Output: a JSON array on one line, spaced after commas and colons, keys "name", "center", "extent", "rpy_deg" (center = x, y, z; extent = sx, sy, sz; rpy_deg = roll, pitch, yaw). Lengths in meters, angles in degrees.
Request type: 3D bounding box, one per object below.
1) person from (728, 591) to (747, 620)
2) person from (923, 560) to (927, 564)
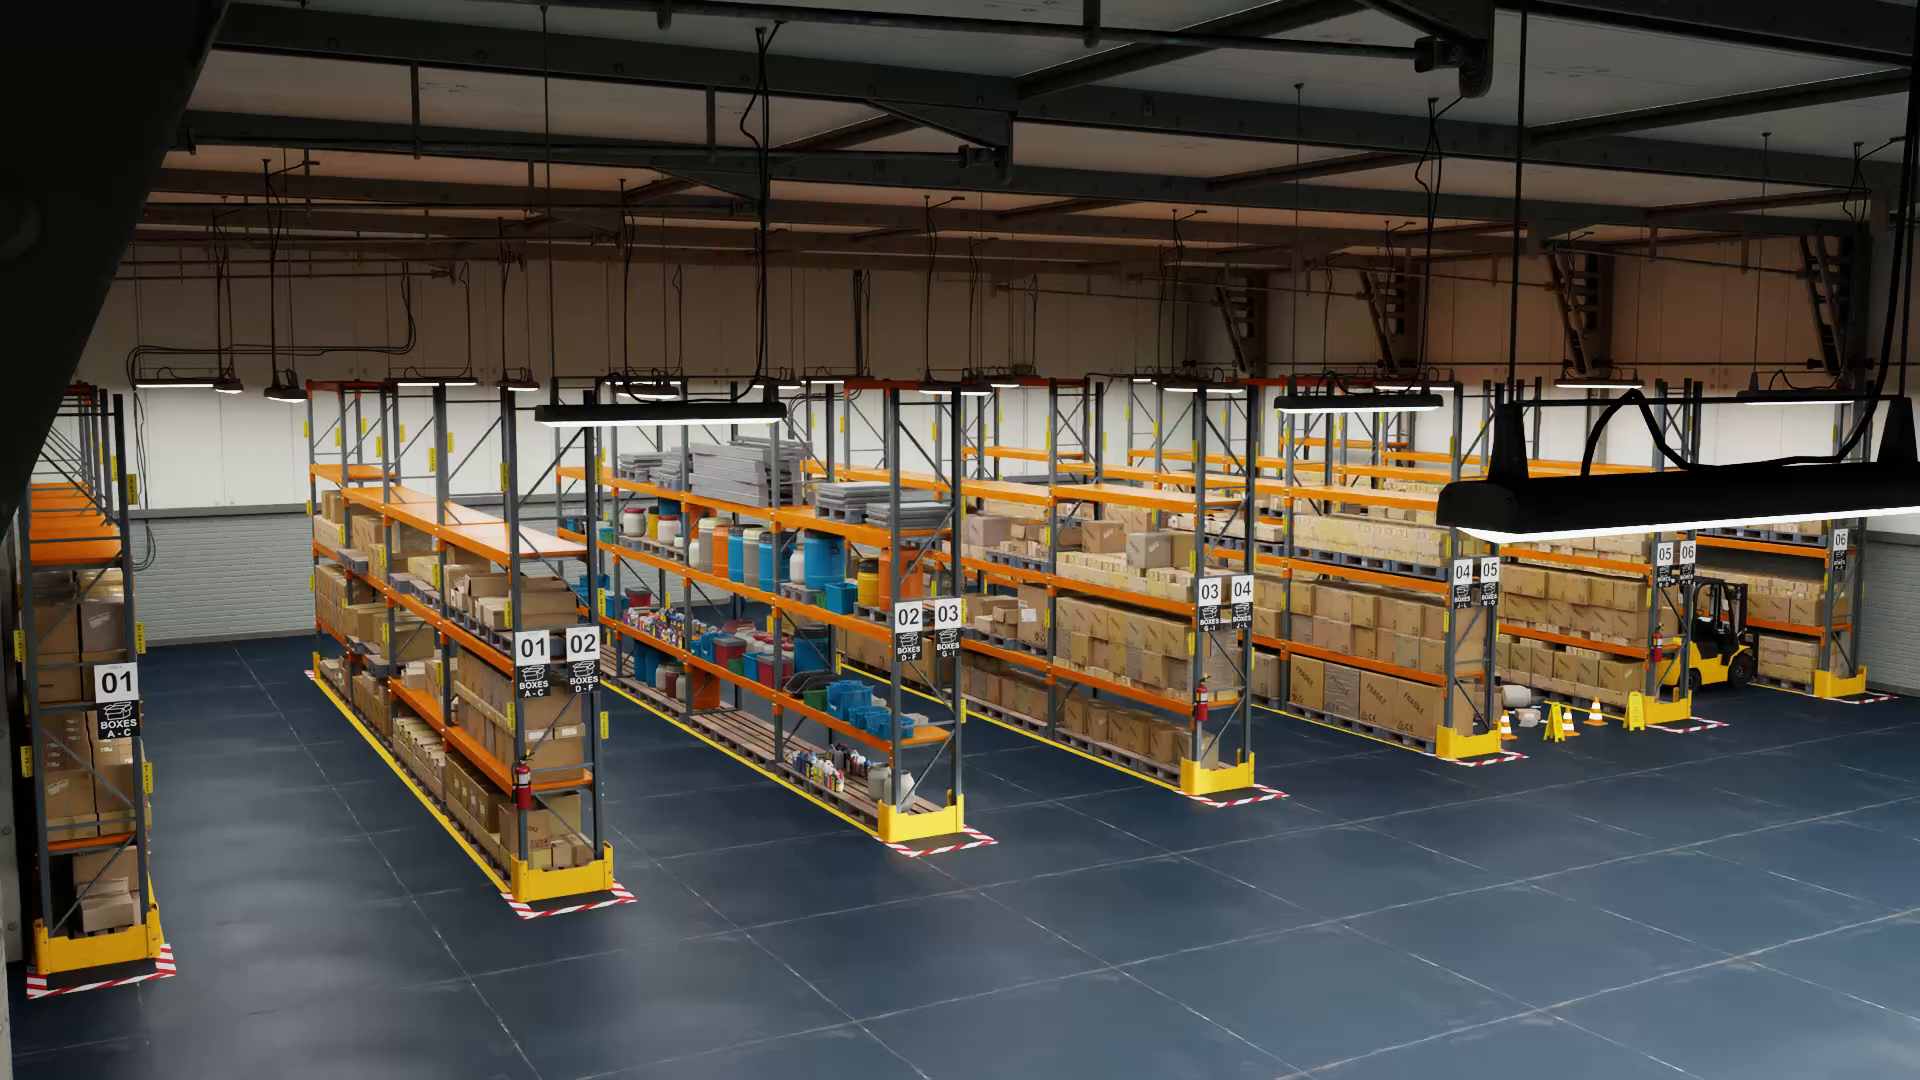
[{"name": "person", "center": [-5.317, 1.325, 39.672], "extent": [0.432, 1.577, 0.753], "rpy_deg": [-2, 6, -17]}, {"name": "person", "center": [-0.879, 1.314, 39.093], "extent": [0.633, 1.719, 1.048], "rpy_deg": [-3, 7, -28]}]
